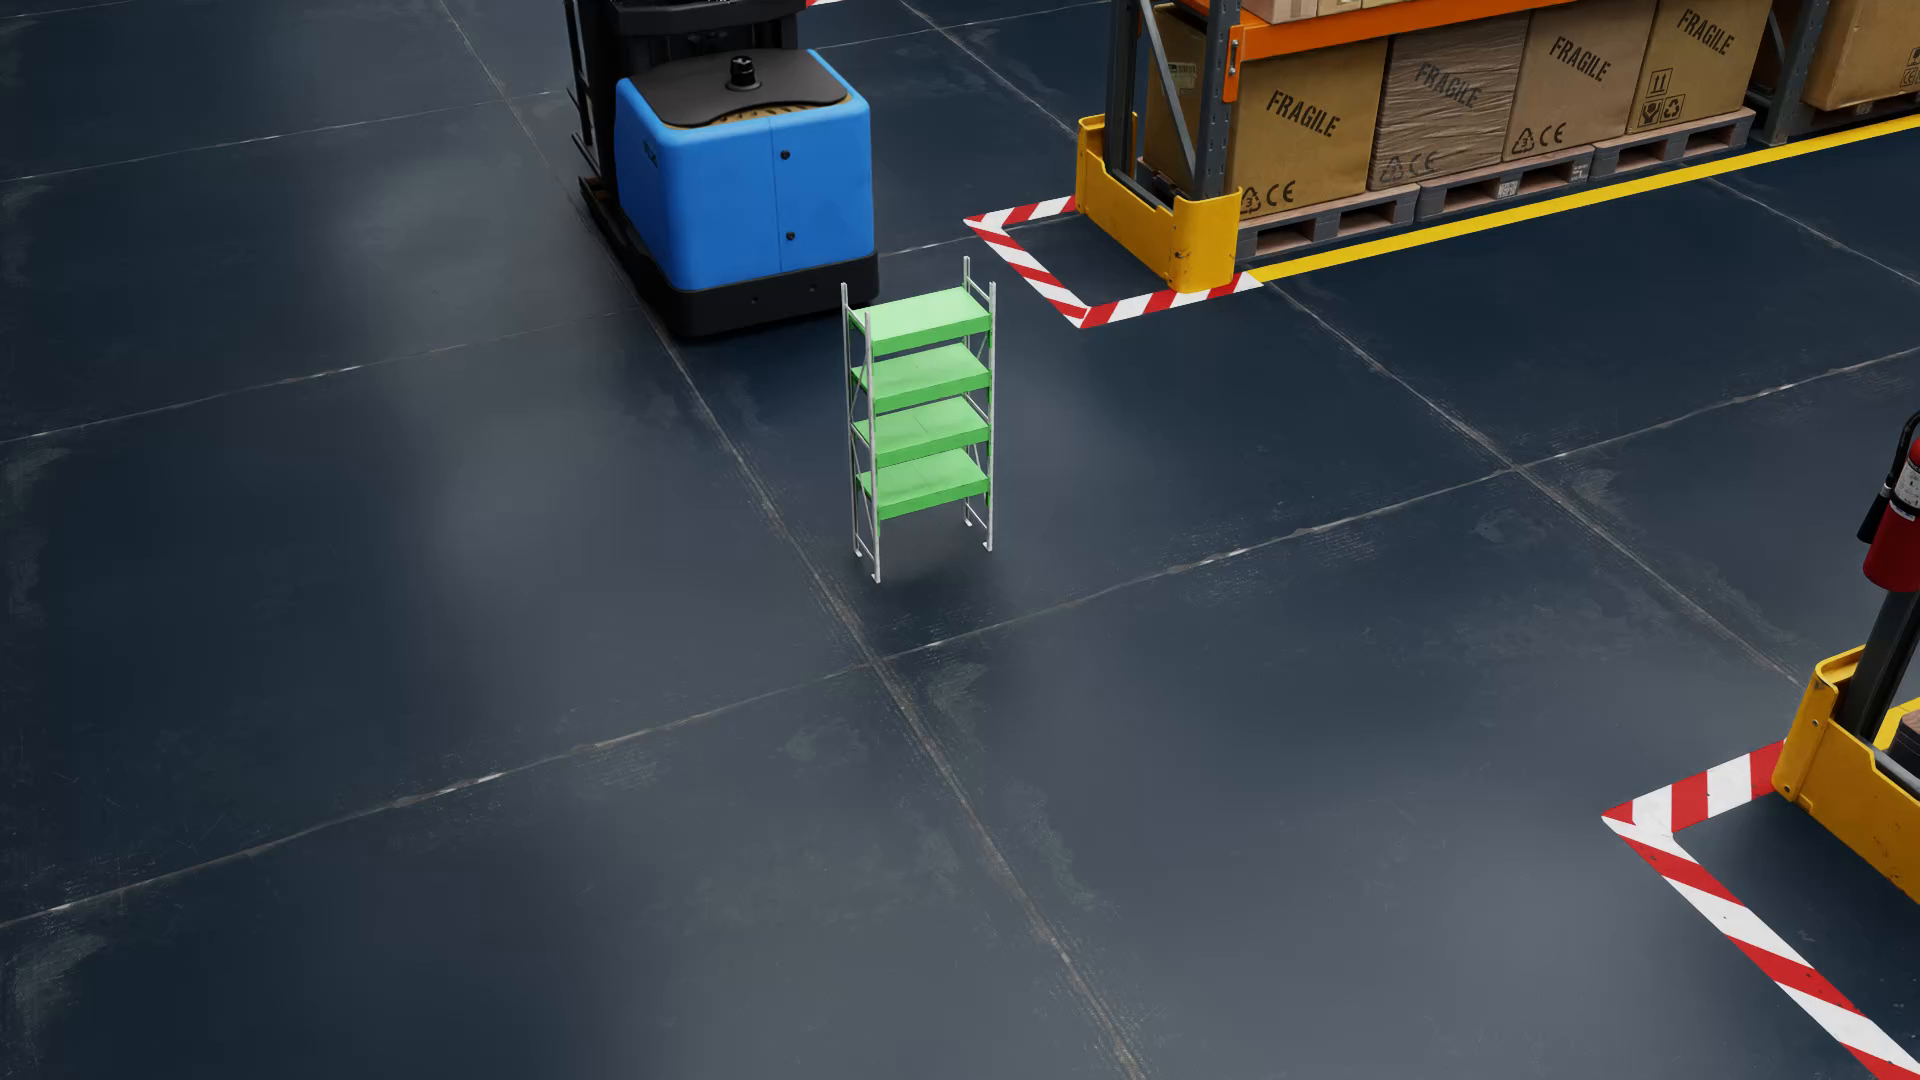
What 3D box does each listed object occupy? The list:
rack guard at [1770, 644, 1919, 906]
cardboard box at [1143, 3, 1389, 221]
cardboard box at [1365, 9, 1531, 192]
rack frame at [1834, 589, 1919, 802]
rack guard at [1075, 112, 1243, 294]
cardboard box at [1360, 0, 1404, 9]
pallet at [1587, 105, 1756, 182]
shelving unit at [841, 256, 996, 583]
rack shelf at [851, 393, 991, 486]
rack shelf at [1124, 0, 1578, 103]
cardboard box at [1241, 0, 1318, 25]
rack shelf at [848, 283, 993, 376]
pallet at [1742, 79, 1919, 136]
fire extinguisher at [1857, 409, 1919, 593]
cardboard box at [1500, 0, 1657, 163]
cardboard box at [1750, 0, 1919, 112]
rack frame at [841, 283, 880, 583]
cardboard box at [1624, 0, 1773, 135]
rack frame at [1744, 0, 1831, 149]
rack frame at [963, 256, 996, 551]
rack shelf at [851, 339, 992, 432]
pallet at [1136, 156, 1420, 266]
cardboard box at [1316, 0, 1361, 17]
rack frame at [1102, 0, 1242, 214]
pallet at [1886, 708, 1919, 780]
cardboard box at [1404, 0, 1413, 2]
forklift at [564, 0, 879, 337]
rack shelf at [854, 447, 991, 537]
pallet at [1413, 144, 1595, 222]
[{"bbox_3d":[3.131,0.883,5.140,0.348,0.500,1.175,-16,39,-20],"label":"rack guard"},{"bbox_3d":[1.588,-2.326,8.798,0.875,0.875,0.875,-16,39,-20],"label":"cardboard box"},{"bbox_3d":[2.412,-2.556,9.109,0.875,0.875,0.875,-16,39,-20],"label":"cardboard box"},{"bbox_3d":[3.147,-0.134,4.413,0.127,3.000,1.000,-16,39,-20],"label":"rack frame"},{"bbox_3d":[1.021,-1.795,8.751,0.348,0.500,1.175,-16,39,-20],"label":"rack guard"},{"bbox_3d":[1.968,-2.747,8.146,0.250,0.149,0.380,-17,40,-21],"label":"cardboard box"},{"bbox_3d":[3.942,-2.547,10.007,1.213,0.211,1.003,-16,39,-20],"label":"pallet"},{"bbox_3d":[-0.150,-0.440,6.336,0.503,1.200,0.258,-16,39,-20],"label":"shelving unit"},{"bbox_3d":[-0.150,-0.389,6.374,0.480,0.148,0.258,-16,39,-20],"label":"rack shelf"},{"bbox_3d":[2.853,-3.022,8.911,4.000,0.370,1.077,-16,39,-20],"label":"rack shelf"},{"bbox_3d":[1.504,-2.616,7.970,0.250,0.149,0.380,-15,39,-19],"label":"cardboard box"},{"bbox_3d":[-0.150,-0.774,6.088,0.480,0.148,0.258,-16,39,-20],"label":"rack shelf"},{"bbox_3d":[5.330,-2.934,10.528,1.213,0.211,1.003,-16,39,-20],"label":"pallet"},{"bbox_3d":[2.818,-0.160,4.826,0.183,0.674,0.296,-16,39,-20],"label":"fire extinguisher"},{"bbox_3d":[3.217,-2.781,9.413,0.875,0.875,0.875,-16,39,-20],"label":"cardboard box"},{"bbox_3d":[5.235,-3.306,10.120,0.875,0.875,1.225,-15,39,-20],"label":"cardboard box"},{"bbox_3d":[-0.371,-0.378,6.253,0.015,1.200,0.240,-16,39,-20],"label":"rack frame"},{"bbox_3d":[4.032,-3.009,9.720,0.875,0.875,0.875,-16,39,-20],"label":"cardboard box"},{"bbox_3d":[4.664,-3.818,9.379,0.127,3.000,1.000,-16,39,-20],"label":"rack frame"},{"bbox_3d":[0.071,-0.502,6.419,0.015,1.200,0.240,-16,39,-20],"label":"rack frame"},{"bbox_3d":[-0.150,-0.581,6.231,0.480,0.148,0.258,-16,39,-20],"label":"rack shelf"},{"bbox_3d":[1.733,-1.930,9.175,1.213,0.211,1.003,-16,39,-20],"label":"pallet"},{"bbox_3d":[1.736,-2.682,8.059,0.250,0.149,0.380,-16,40,-21],"label":"cardboard box"},{"bbox_3d":[1.043,-2.805,8.014,0.127,3.000,1.000,-16,39,-20],"label":"rack frame"},{"bbox_3d":[3.910,0.798,5.497,1.213,0.211,1.003,-16,39,-20],"label":"pallet"},{"bbox_3d":[2.203,-2.813,8.236,0.250,0.149,0.380,-16,40,-21],"label":"cardboard box"},{"bbox_3d":[-1.463,-3.020,8.362,1.130,2.935,3.031,-15,39,-19],"label":"forklift"},{"bbox_3d":[-0.150,-0.196,6.517,0.480,0.148,0.258,-16,39,-20],"label":"rack shelf"},{"bbox_3d":[2.836,-2.236,9.588,1.213,0.211,1.003,-16,39,-20],"label":"pallet"}]
